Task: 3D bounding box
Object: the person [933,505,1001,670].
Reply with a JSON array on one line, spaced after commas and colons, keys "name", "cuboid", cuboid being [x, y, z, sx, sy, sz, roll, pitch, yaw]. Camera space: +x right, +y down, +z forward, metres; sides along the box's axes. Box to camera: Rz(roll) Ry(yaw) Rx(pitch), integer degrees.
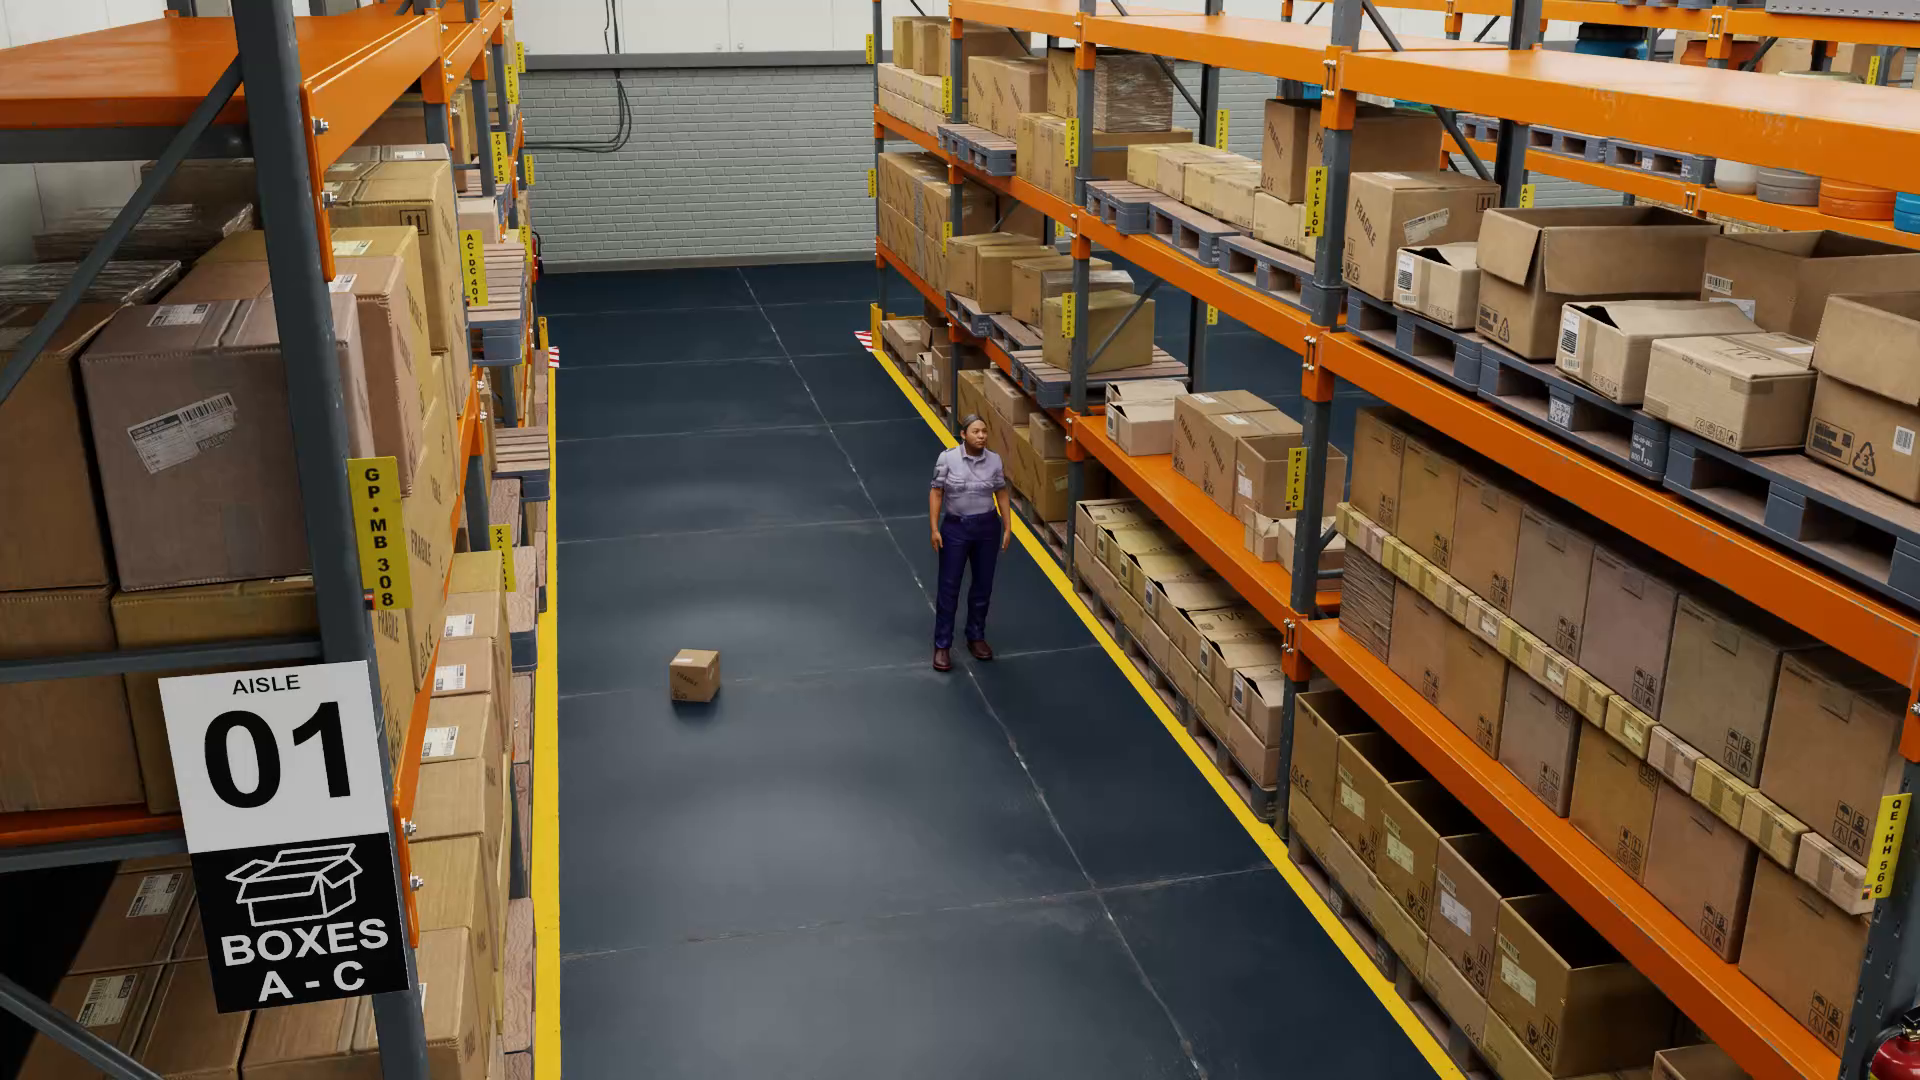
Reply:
[{"name": "person", "cuboid": [0.037, 0.292, 11.165, 0.525, 1.031, 0.500, -5, 20, -13]}]
